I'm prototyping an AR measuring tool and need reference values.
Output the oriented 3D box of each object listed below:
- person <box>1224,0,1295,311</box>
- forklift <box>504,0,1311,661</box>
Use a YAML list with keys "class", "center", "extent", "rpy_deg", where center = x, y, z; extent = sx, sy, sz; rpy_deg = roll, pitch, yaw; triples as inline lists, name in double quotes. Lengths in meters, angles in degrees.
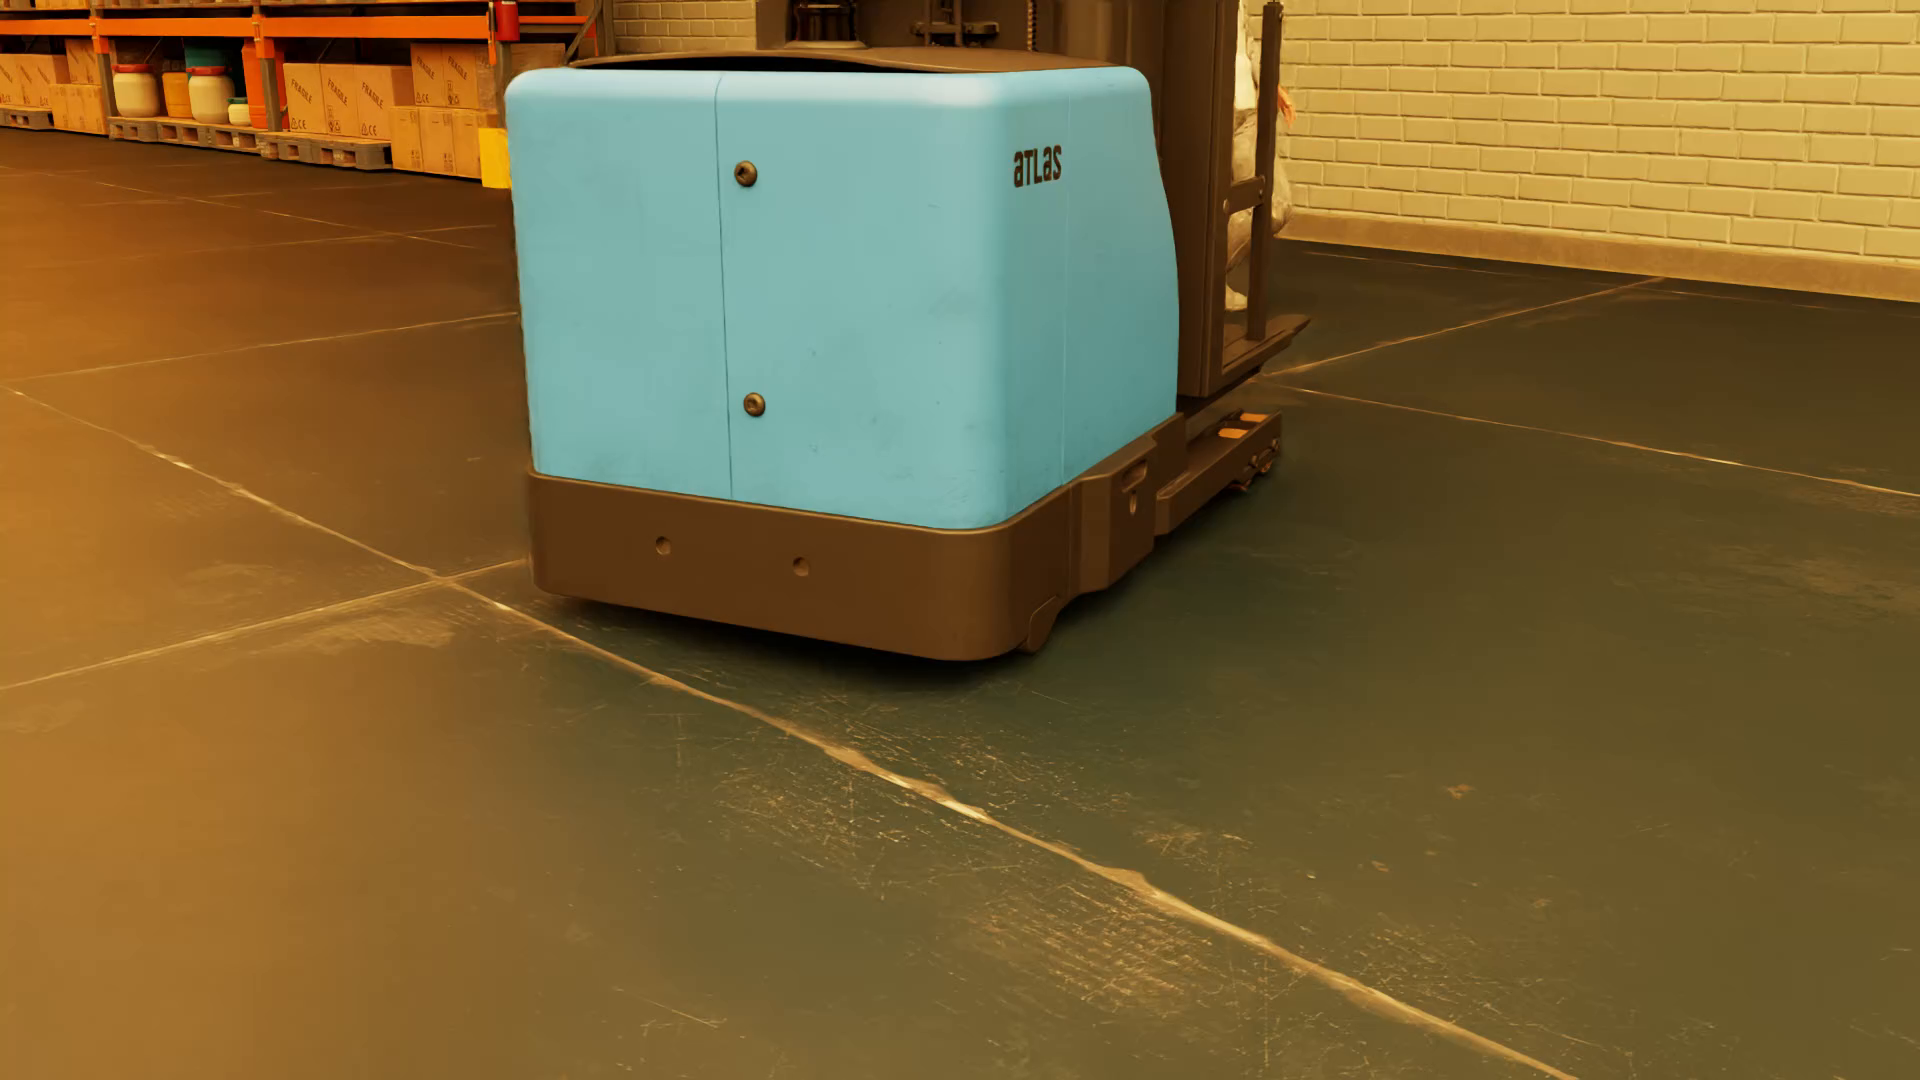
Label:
- class: "person"
  center: [0.953, -1.663, 6.446]
  extent: [0.767, 1.681, 0.625]
  rpy_deg: [-12, 21, -33]
- class: "forklift"
  center: [0.220, -1.575, 4.027]
  extent: [1.130, 2.935, 3.031]
  rpy_deg: [8, 19, 24]
